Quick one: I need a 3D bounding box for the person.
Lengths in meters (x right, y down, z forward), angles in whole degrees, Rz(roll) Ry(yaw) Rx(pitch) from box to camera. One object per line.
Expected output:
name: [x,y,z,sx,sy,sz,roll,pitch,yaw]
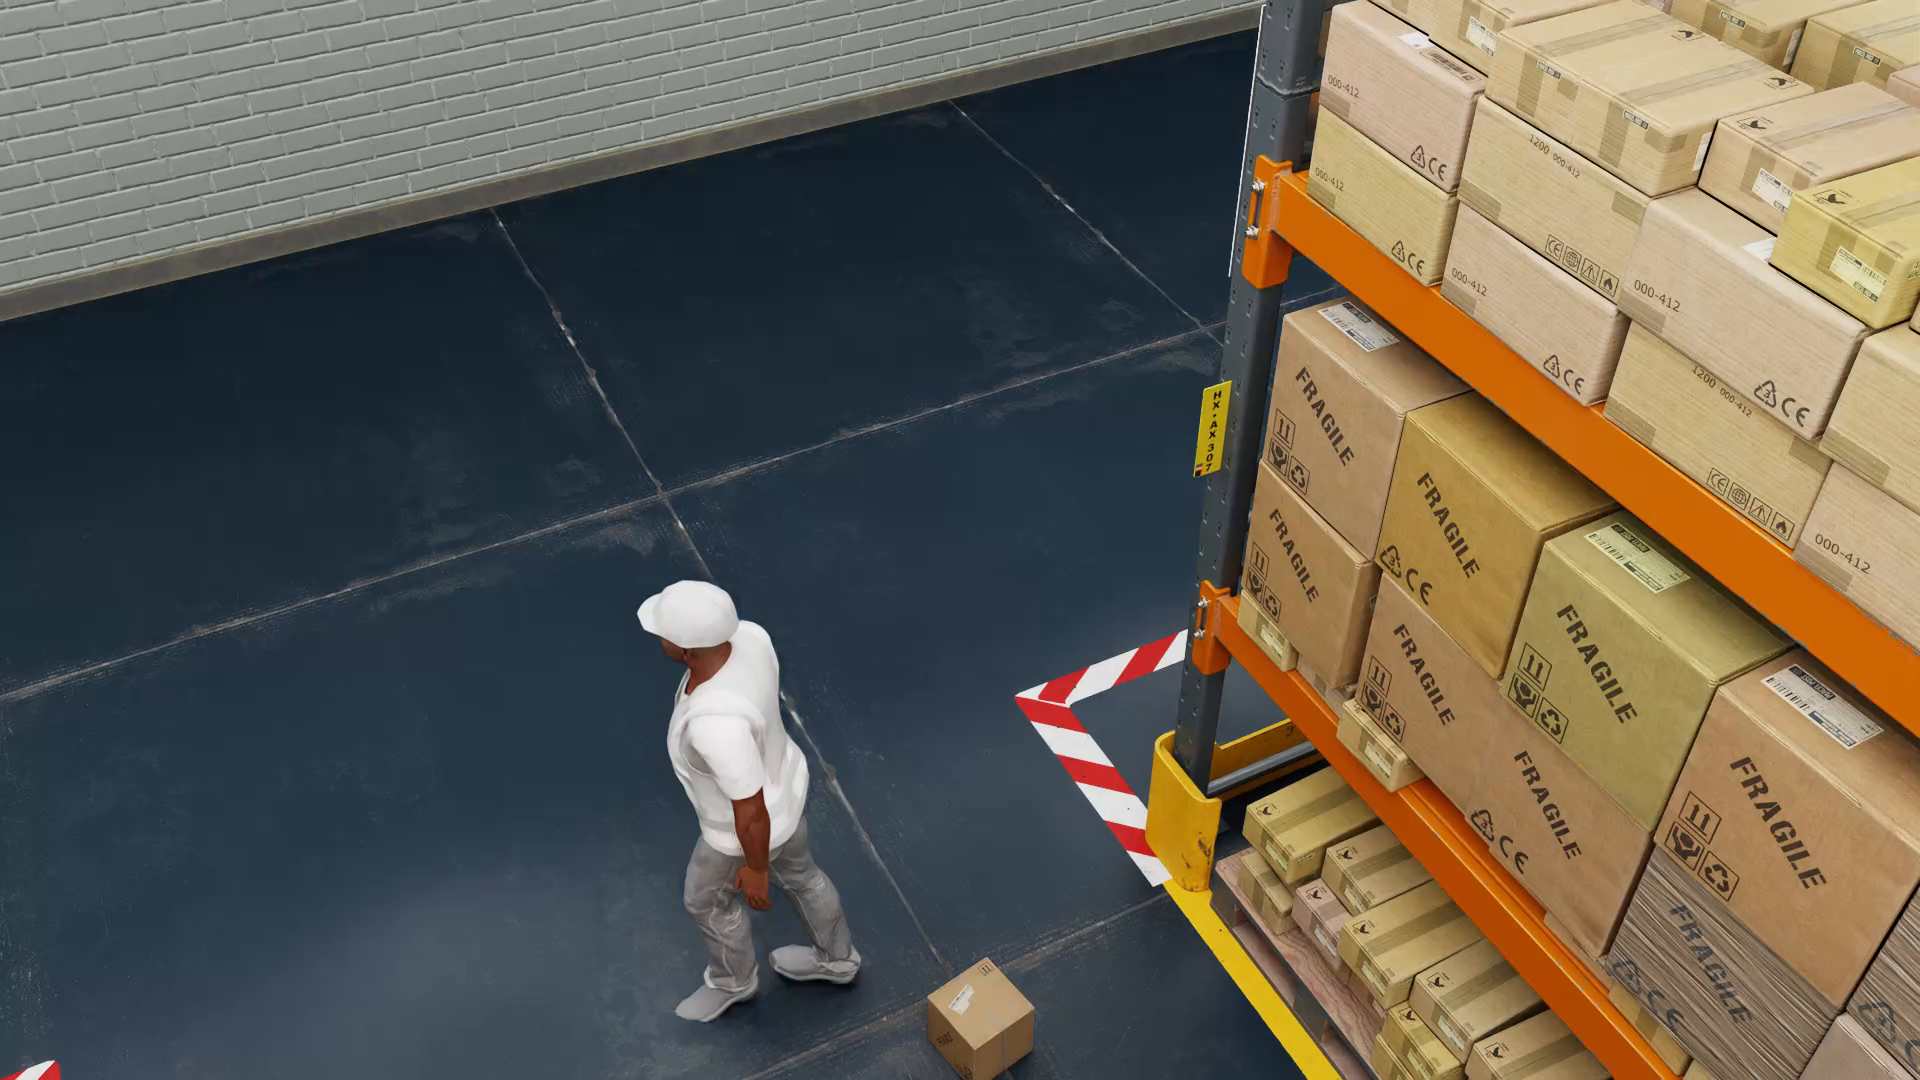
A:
person: [-0.635,0.843,5.199,0.612,1.798,0.629,6,41,7]
